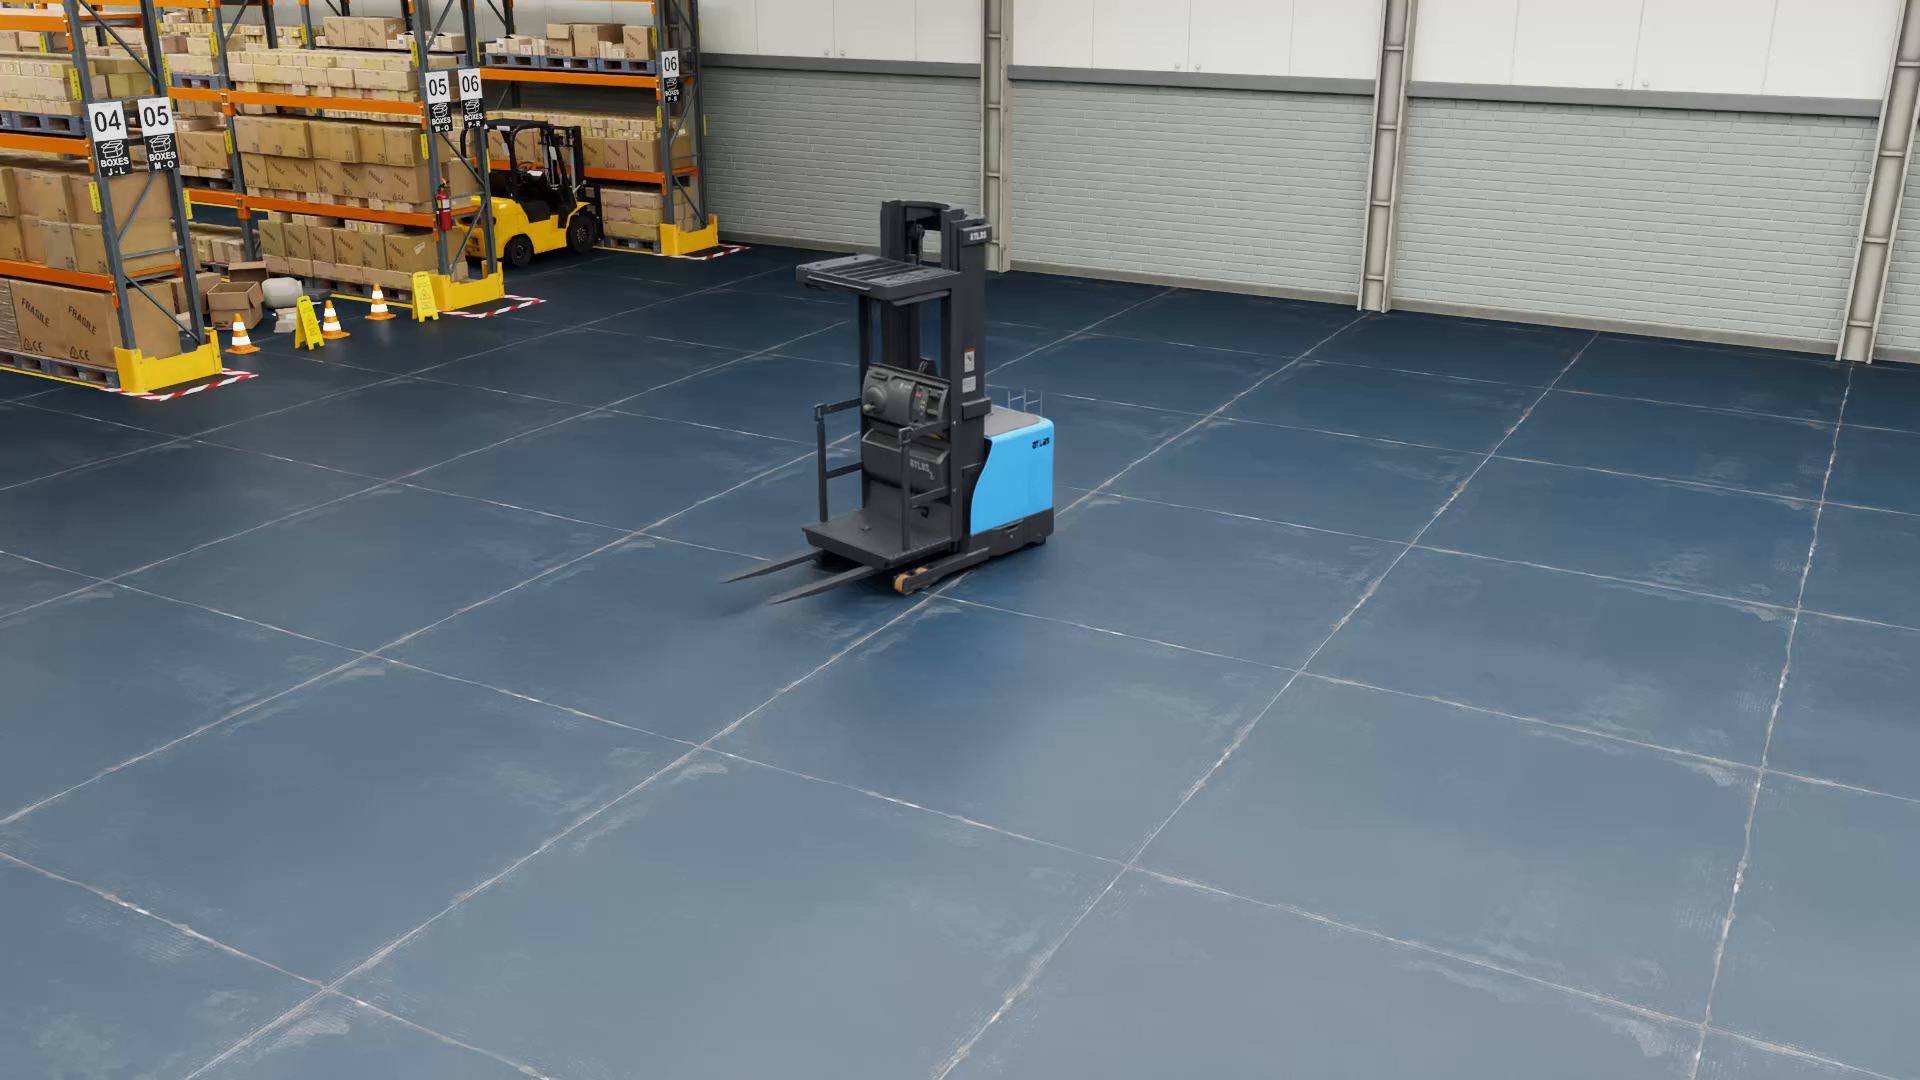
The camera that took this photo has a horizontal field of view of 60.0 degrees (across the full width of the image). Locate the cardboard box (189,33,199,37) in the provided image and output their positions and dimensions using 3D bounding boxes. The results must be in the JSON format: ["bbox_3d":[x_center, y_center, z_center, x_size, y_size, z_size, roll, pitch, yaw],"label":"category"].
[{"bbox_3d":[-14.268,-9.483,31.315,0.250,0.149,0.380,11,23,28],"label":"cardboard box"}]

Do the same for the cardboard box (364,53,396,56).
[{"bbox_3d":[-8.194,-6.802,23.519,0.250,0.149,0.380,11,23,29],"label":"cardboard box"}]

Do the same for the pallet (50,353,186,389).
[{"bbox_3d":[-9.995,-2.082,19.797,1.213,0.211,1.003,11,23,27],"label":"pallet"}]

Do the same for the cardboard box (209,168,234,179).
[{"bbox_3d":[-11.009,-5.522,24.942,0.250,0.149,0.380,11,23,28],"label":"cardboard box"}]

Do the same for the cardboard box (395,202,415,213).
[{"bbox_3d":[-7.639,-4.664,23.191,0.250,0.149,0.380,10,22,27],"label":"cardboard box"}]

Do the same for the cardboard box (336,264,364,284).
[{"bbox_3d":[-8.678,-3.907,24.154,0.500,0.250,0.500,10,22,25],"label":"cardboard box"}]

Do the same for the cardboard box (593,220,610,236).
[{"bbox_3d":[-5.942,-5.313,28.029,0.500,0.250,0.500,11,23,28],"label":"cardboard box"}]

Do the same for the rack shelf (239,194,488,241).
[{"bbox_3d":[-8.679,-4.769,24.167,4.000,0.370,1.077,11,23,27],"label":"rack shelf"}]

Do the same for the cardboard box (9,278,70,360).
[{"bbox_3d":[-10.652,-2.721,19.968,0.875,0.875,0.875,10,22,26],"label":"cardboard box"}]

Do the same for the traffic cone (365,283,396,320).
[{"bbox_3d":[-7.938,-3.269,22.699,0.334,0.463,0.336,11,23,27],"label":"traffic cone"}]

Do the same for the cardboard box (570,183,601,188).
[{"bbox_3d":[-6.402,-5.862,28.076,0.500,0.250,0.500,10,22,26],"label":"cardboard box"}]

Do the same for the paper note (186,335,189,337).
[{"bbox_3d":[-10.076,-2.667,21.702,0.032,0.001,0.123,-11,23,-29],"label":"paper note"}]

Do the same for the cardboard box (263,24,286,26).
[{"bbox_3d":[-12.822,-9.586,31.193,0.250,0.149,0.380,11,22,27],"label":"cardboard box"}]

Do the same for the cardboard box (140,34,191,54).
[{"bbox_3d":[-11.895,-7.433,24.929,0.500,0.250,0.500,11,23,28],"label":"cardboard box"}]

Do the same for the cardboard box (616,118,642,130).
[{"bbox_3d":[-5.403,-6.808,27.201,0.250,0.149,0.380,11,23,28],"label":"cardboard box"}]

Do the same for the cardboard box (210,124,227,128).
[{"bbox_3d":[-11.557,-6.156,25.739,0.500,0.500,0.500,11,22,27],"label":"cardboard box"}]

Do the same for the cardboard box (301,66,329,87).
[{"bbox_3d":[-8.847,-6.511,23.299,0.500,0.250,0.500,11,23,28],"label":"cardboard box"}]

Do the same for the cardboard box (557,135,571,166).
[{"bbox_3d":[-6.413,-6.558,27.897,0.500,0.500,0.500,11,23,28],"label":"cardboard box"}]

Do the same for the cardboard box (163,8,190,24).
[{"bbox_3d":[-14.899,-9.965,31.601,0.258,0.266,0.396,11,22,27],"label":"cardboard box"}]

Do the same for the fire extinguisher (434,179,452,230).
[{"bbox_3d":[-7.058,-4.582,22.710,0.183,0.674,0.296,11,23,27],"label":"fire extinguisher"}]

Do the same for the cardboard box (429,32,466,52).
[{"bbox_3d":[-8.758,-8.578,28.584,0.500,0.311,0.500,10,22,26],"label":"cardboard box"}]

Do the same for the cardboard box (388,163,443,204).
[{"bbox_3d":[-7.541,-4.969,23.082,0.500,0.500,0.500,10,22,26],"label":"cardboard box"}]

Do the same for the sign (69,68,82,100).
[{"bbox_3d":[-9.536,-4.914,17.931,0.005,0.325,0.100,11,23,27],"label":"sign"}]

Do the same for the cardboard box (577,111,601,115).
[{"bbox_3d":[-6.273,-7.172,28.205,0.250,0.149,0.380,12,23,29],"label":"cardboard box"}]

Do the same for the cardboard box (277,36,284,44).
[{"bbox_3d":[-12.360,-9.197,30.558,0.250,0.149,0.380,11,23,28],"label":"cardboard box"}]

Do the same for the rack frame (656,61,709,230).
[{"bbox_3d":[-4.516,-6.252,27.203,0.127,3.000,1.000,11,23,27],"label":"rack frame"}]

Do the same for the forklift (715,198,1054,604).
[{"bbox_3d":[-0.589,-1.139,13.206,1.130,2.935,3.031,19,27,41],"label":"forklift"}]

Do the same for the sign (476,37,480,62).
[{"bbox_3d":[-6.669,-6.757,22.912,0.005,0.325,0.100,11,23,27],"label":"sign"}]

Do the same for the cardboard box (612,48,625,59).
[{"bbox_3d":[-5.387,-7.836,26.776,0.250,0.149,0.380,10,22,26],"label":"cardboard box"}]

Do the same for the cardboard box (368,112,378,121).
[{"bbox_3d":[-10.426,-7.642,29.937,0.250,0.149,0.380,11,23,28],"label":"cardboard box"}]

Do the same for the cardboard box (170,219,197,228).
[{"bbox_3d":[-12.781,-4.849,26.573,0.625,0.372,0.950,10,22,26],"label":"cardboard box"}]

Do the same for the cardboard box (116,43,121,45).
[{"bbox_3d":[-16.323,-9.696,32.666,0.250,0.149,0.380,12,23,29],"label":"cardboard box"}]

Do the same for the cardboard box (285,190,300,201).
[{"bbox_3d":[-9.615,-5.060,24.284,0.250,0.149,0.380,12,23,29],"label":"cardboard box"}]

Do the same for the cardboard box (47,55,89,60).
[{"bbox_3d":[-10.282,-5.515,19.206,0.250,0.149,0.380,10,22,26],"label":"cardboard box"}]

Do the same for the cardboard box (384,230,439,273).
[{"bbox_3d":[-7.760,-4.087,23.550,0.500,0.500,0.500,11,23,28],"label":"cardboard box"}]

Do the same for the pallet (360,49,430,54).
[{"bbox_3d":[-9.886,-8.633,29.643,1.213,0.211,1.003,12,23,30],"label":"pallet"}]

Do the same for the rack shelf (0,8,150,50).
[{"bbox_3d":[-11.005,-5.910,19.103,4.000,0.370,1.077,11,23,27],"label":"rack shelf"}]

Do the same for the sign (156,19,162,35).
[{"bbox_3d":[-15.250,-9.738,31.656,0.005,0.325,0.100,11,23,27],"label":"sign"}]

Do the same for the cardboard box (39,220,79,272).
[{"bbox_3d":[-10.096,-3.487,19.360,0.550,0.550,0.875,11,23,27],"label":"cardboard box"}]

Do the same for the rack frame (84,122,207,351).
[{"bbox_3d":[-9.259,-3.284,19.019,0.127,3.000,1.000,11,23,27],"label":"rack frame"}]

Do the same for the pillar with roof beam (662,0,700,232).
[{"bbox_3d":[-6.783,-8.175,23.706,0.400,9.000,9.100,11,23,27],"label":"pillar with roof beam"}]

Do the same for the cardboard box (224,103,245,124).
[{"bbox_3d":[-13.541,-8.129,31.613,0.500,0.500,0.700,11,23,27],"label":"cardboard box"}]

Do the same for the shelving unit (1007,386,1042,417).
[{"bbox_3d":[0.561,-0.732,14.625,0.189,1.200,0.258,18,27,40],"label":"shelving unit"}]

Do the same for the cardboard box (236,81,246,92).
[{"bbox_3d":[-10.271,-6.605,24.145,0.250,0.149,0.380,10,22,26],"label":"cardboard box"}]

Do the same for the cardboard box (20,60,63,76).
[{"bbox_3d":[-10.159,-5.235,18.435,0.250,0.149,0.380,11,23,28],"label":"cardboard box"}]

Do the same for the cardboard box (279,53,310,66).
[{"bbox_3d":[-9.384,-6.798,23.506,0.250,0.149,0.380,10,22,26],"label":"cardboard box"}]

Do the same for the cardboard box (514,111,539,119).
[{"bbox_3d":[-7.375,-7.212,28.313,0.250,0.149,0.380,10,22,26],"label":"cardboard box"}]

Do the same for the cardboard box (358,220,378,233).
[{"bbox_3d":[-8.331,-4.476,23.671,0.250,0.149,0.380,11,23,28],"label":"cardboard box"}]

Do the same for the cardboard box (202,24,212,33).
[{"bbox_3d":[-13.987,-9.606,31.219,0.250,0.149,0.380,11,23,28],"label":"cardboard box"}]

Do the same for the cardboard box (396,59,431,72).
[{"bbox_3d":[-7.372,-6.409,22.436,0.250,0.149,0.380,11,23,28],"label":"cardboard box"}]

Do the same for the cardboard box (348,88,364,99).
[{"bbox_3d":[-8.259,-6.217,23.076,0.250,0.149,0.380,11,22,27],"label":"cardboard box"}]

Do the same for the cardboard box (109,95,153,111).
[{"bbox_3d":[-9.402,-4.973,18.882,0.250,0.149,0.380,11,23,28],"label":"cardboard box"}]

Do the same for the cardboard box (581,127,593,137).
[{"bbox_3d":[-6.087,-6.785,27.572,0.250,0.149,0.380,11,23,28],"label":"cardboard box"}]

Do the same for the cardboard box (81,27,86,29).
[{"bbox_3d":[-17.339,-10.309,33.039,0.500,0.250,0.500,10,22,26],"label":"cardboard box"}]

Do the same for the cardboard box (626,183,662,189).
[{"bbox_3d":[-5.281,-5.846,28.031,0.500,0.250,0.500,11,23,27],"label":"cardboard box"}]
